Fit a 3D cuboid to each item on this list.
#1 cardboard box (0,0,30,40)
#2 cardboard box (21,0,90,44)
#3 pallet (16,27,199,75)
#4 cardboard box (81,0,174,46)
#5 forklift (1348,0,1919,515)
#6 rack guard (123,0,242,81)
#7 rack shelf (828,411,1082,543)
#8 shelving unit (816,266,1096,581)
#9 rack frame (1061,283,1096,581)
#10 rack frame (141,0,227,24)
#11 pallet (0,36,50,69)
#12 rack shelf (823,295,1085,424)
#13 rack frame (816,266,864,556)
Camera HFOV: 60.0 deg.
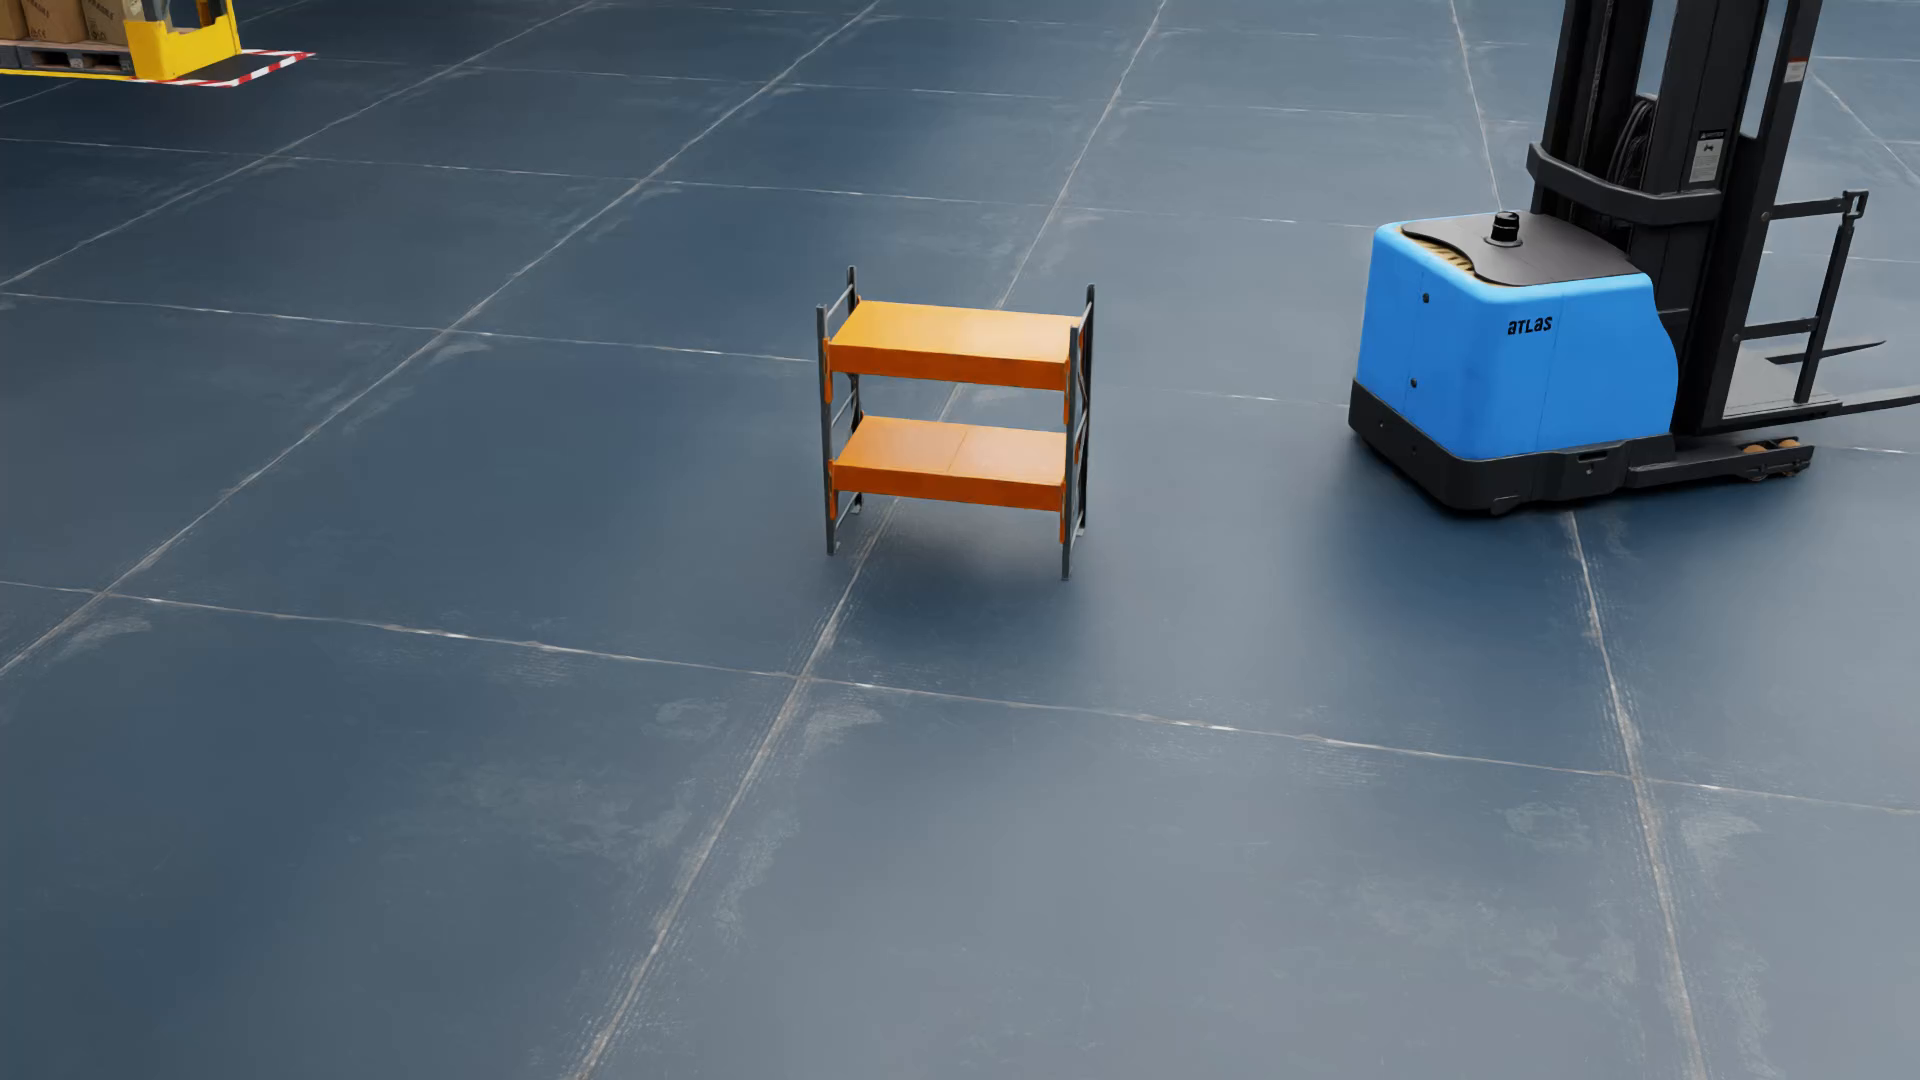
[{"bbox_3d":[-8.744,-4.911,15.263,0.500,0.500,0.500,9,30,15],"label":"cardboard box"},{"bbox_3d":[-8.136,-4.839,15.132,0.500,0.500,0.500,14,32,24],"label":"cardboard box"},{"bbox_3d":[-7.799,-4.520,15.286,1.213,0.211,1.003,6,29,11],"label":"pallet"},{"bbox_3d":[-7.544,-4.796,15.052,0.500,0.500,0.500,11,31,20],"label":"cardboard box"},{"bbox_3d":[3.473,-1.793,7.473,3.031,2.935,1.130,-8,30,-15],"label":"forklift"},{"bbox_3d":[-7.011,-4.549,15.038,0.348,0.500,1.175,6,29,11],"label":"rack guard"},{"bbox_3d":[-0.007,-0.280,7.099,1.000,0.278,0.538,6,29,11],"label":"rack shelf"},{"bbox_3d":[-0.007,-0.494,6.981,1.048,1.125,0.538,6,29,11],"label":"shelving unit"},{"bbox_3d":[0.491,-0.443,6.888,0.032,1.125,0.500,6,29,11],"label":"rack frame"},{"bbox_3d":[-6.937,-5.637,14.424,0.127,3.000,1.000,6,29,11],"label":"rack frame"},{"bbox_3d":[-8.988,-4.643,15.512,1.213,0.211,1.003,6,29,11],"label":"pallet"},{"bbox_3d":[-0.007,-0.751,6.841,1.000,0.278,0.538,6,29,11],"label":"rack shelf"},{"bbox_3d":[-0.504,-0.545,7.074,0.032,1.125,0.500,6,29,11],"label":"rack frame"}]
